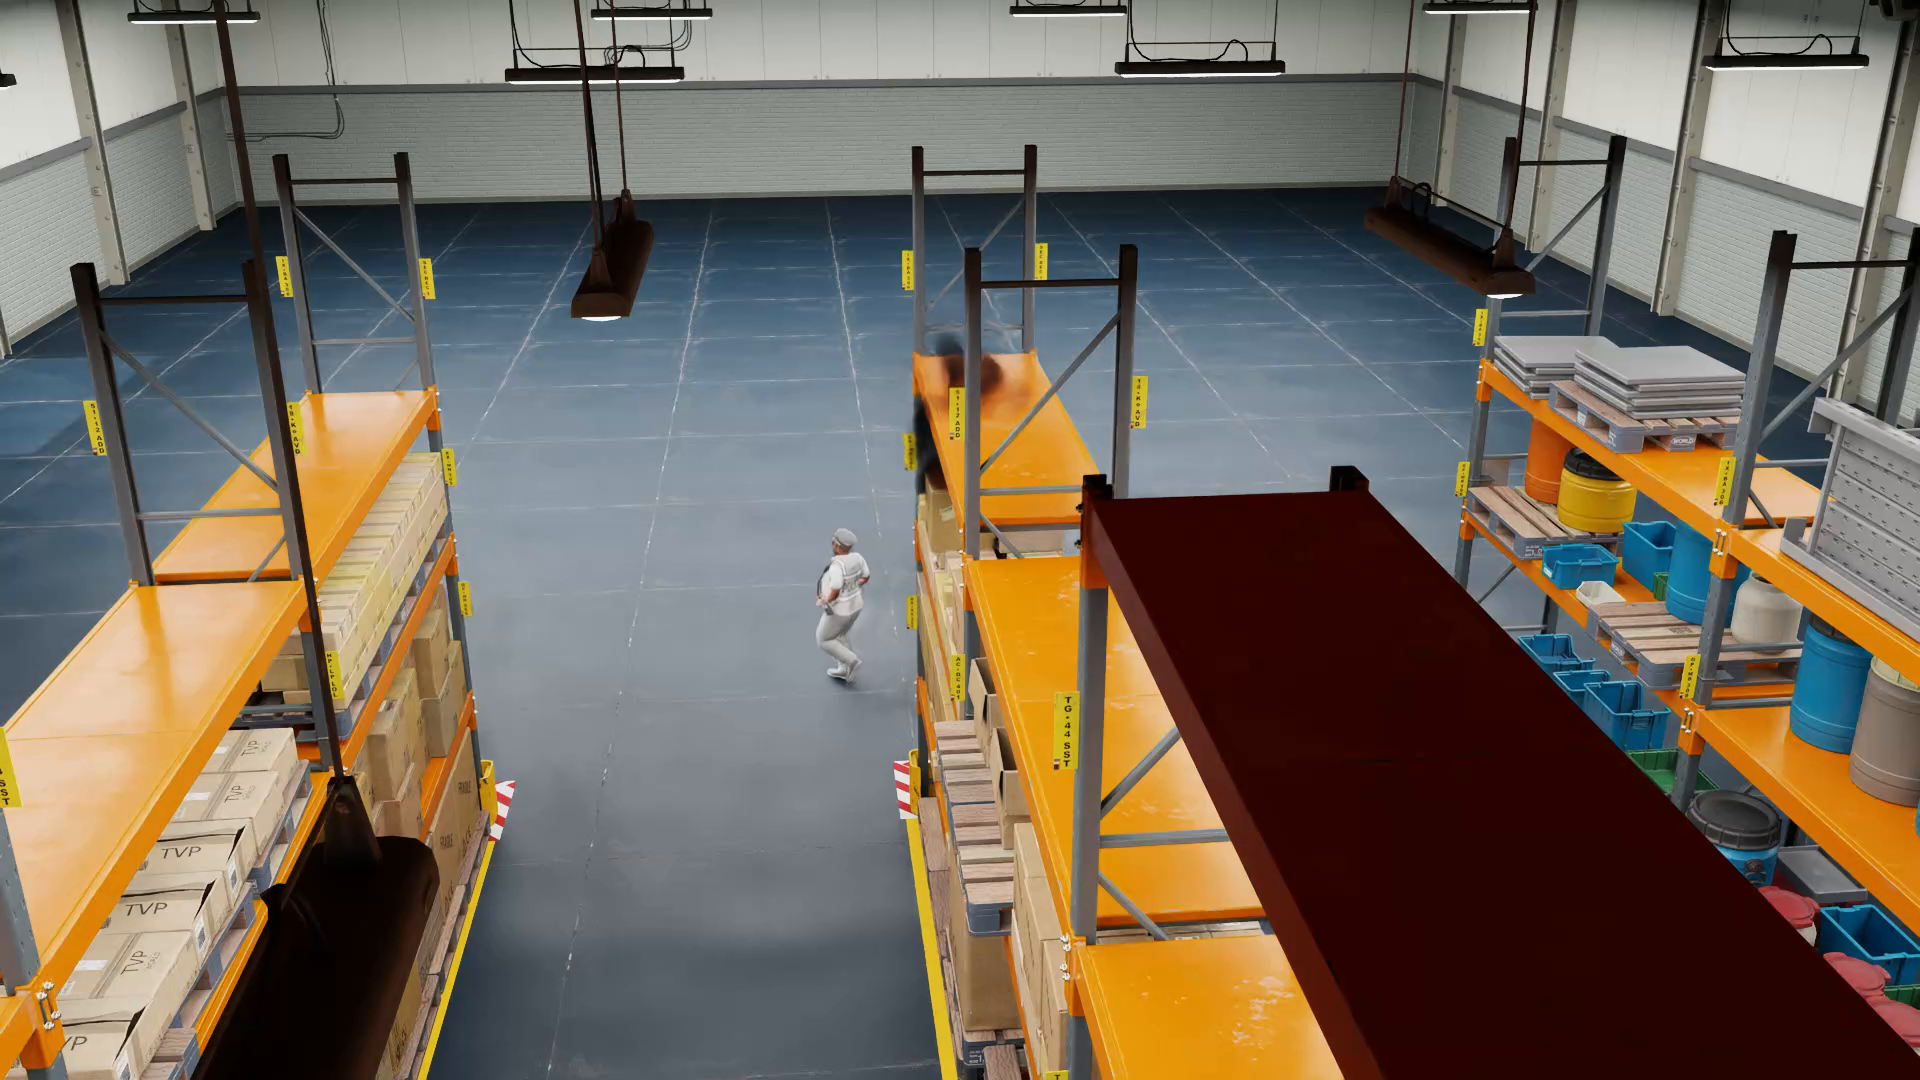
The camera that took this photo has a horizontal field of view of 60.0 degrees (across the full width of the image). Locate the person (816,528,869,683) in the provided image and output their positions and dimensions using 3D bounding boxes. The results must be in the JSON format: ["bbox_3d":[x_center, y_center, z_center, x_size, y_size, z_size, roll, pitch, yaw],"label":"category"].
[{"bbox_3d":[-1.236,0.693,17.533,0.626,1.732,0.660,14,26,32],"label":"person"}]
